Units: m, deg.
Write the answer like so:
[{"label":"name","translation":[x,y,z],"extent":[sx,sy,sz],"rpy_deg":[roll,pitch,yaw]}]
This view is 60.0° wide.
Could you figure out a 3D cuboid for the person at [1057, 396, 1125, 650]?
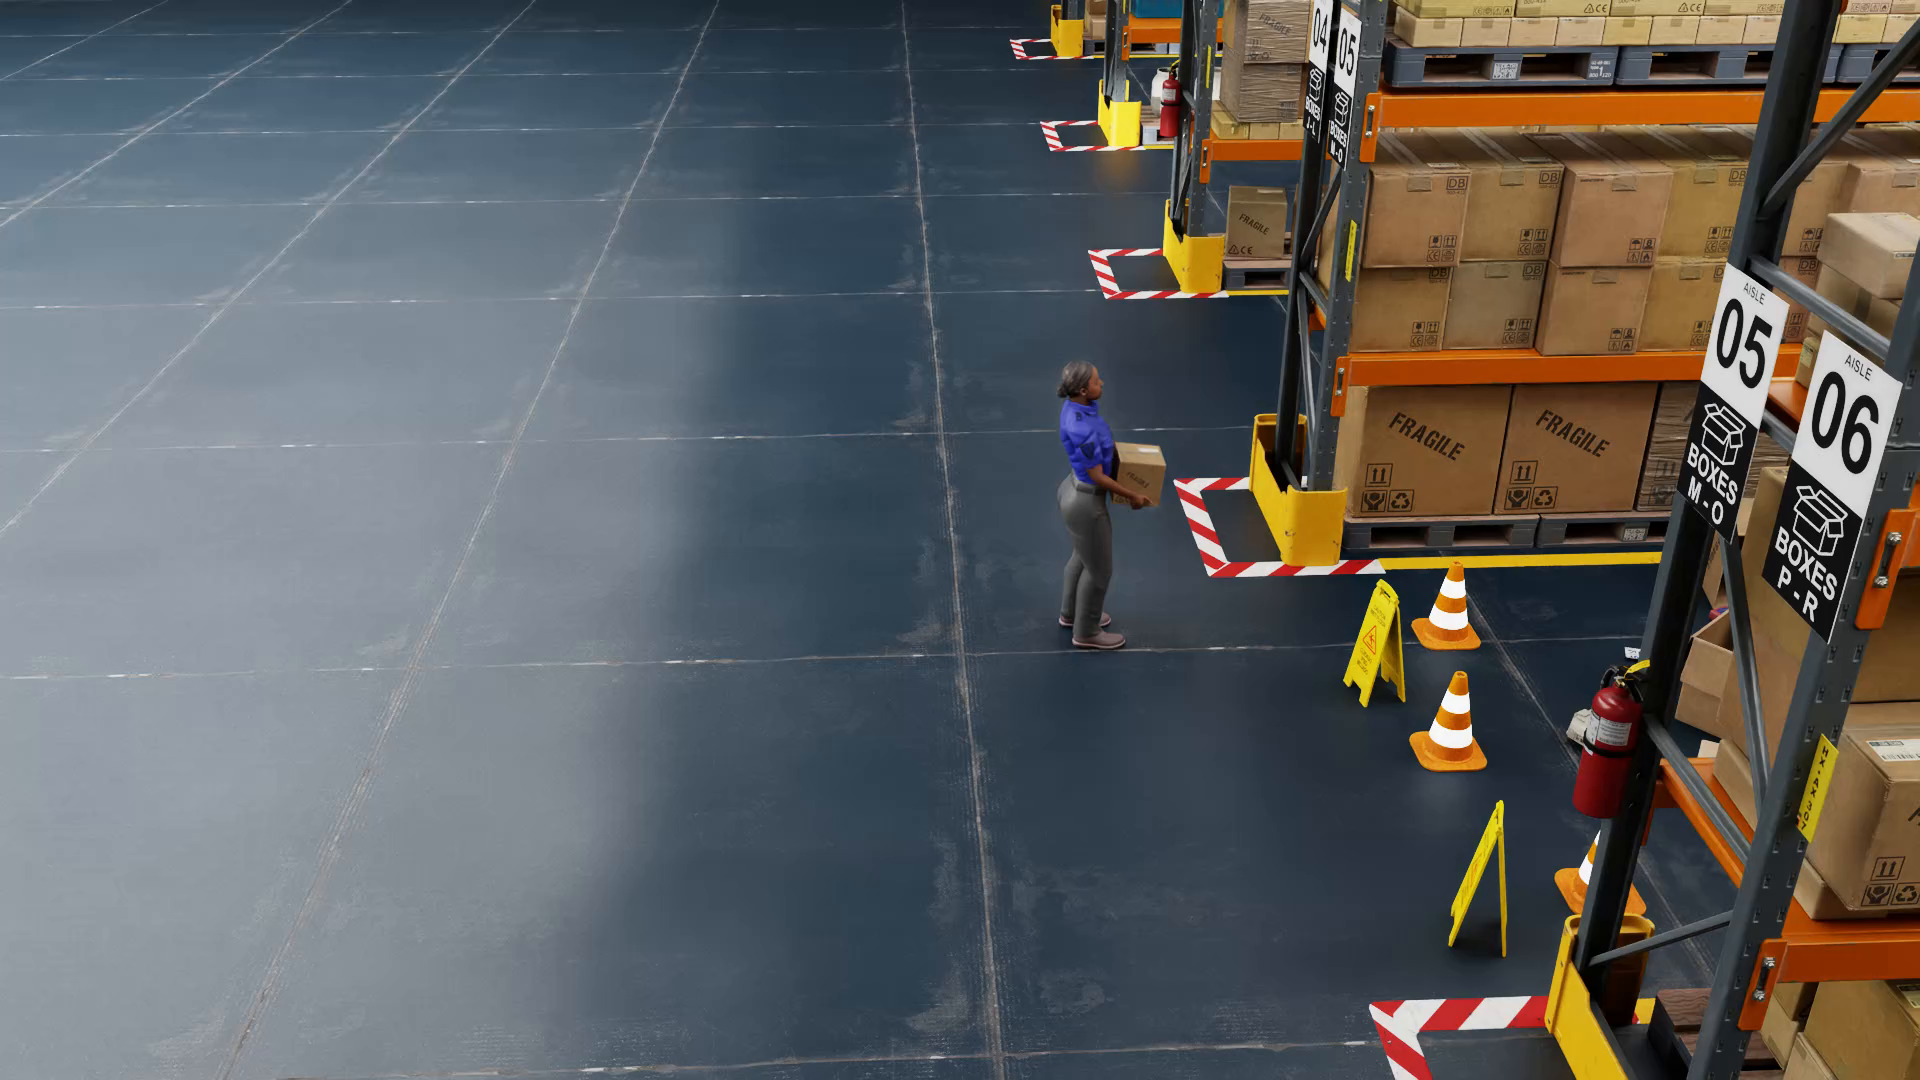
[{"label":"person","translation":[0.722,-0.103,9.059],"extent":[0.394,1.436,0.439],"rpy_deg":[-1,28,-2]}]
